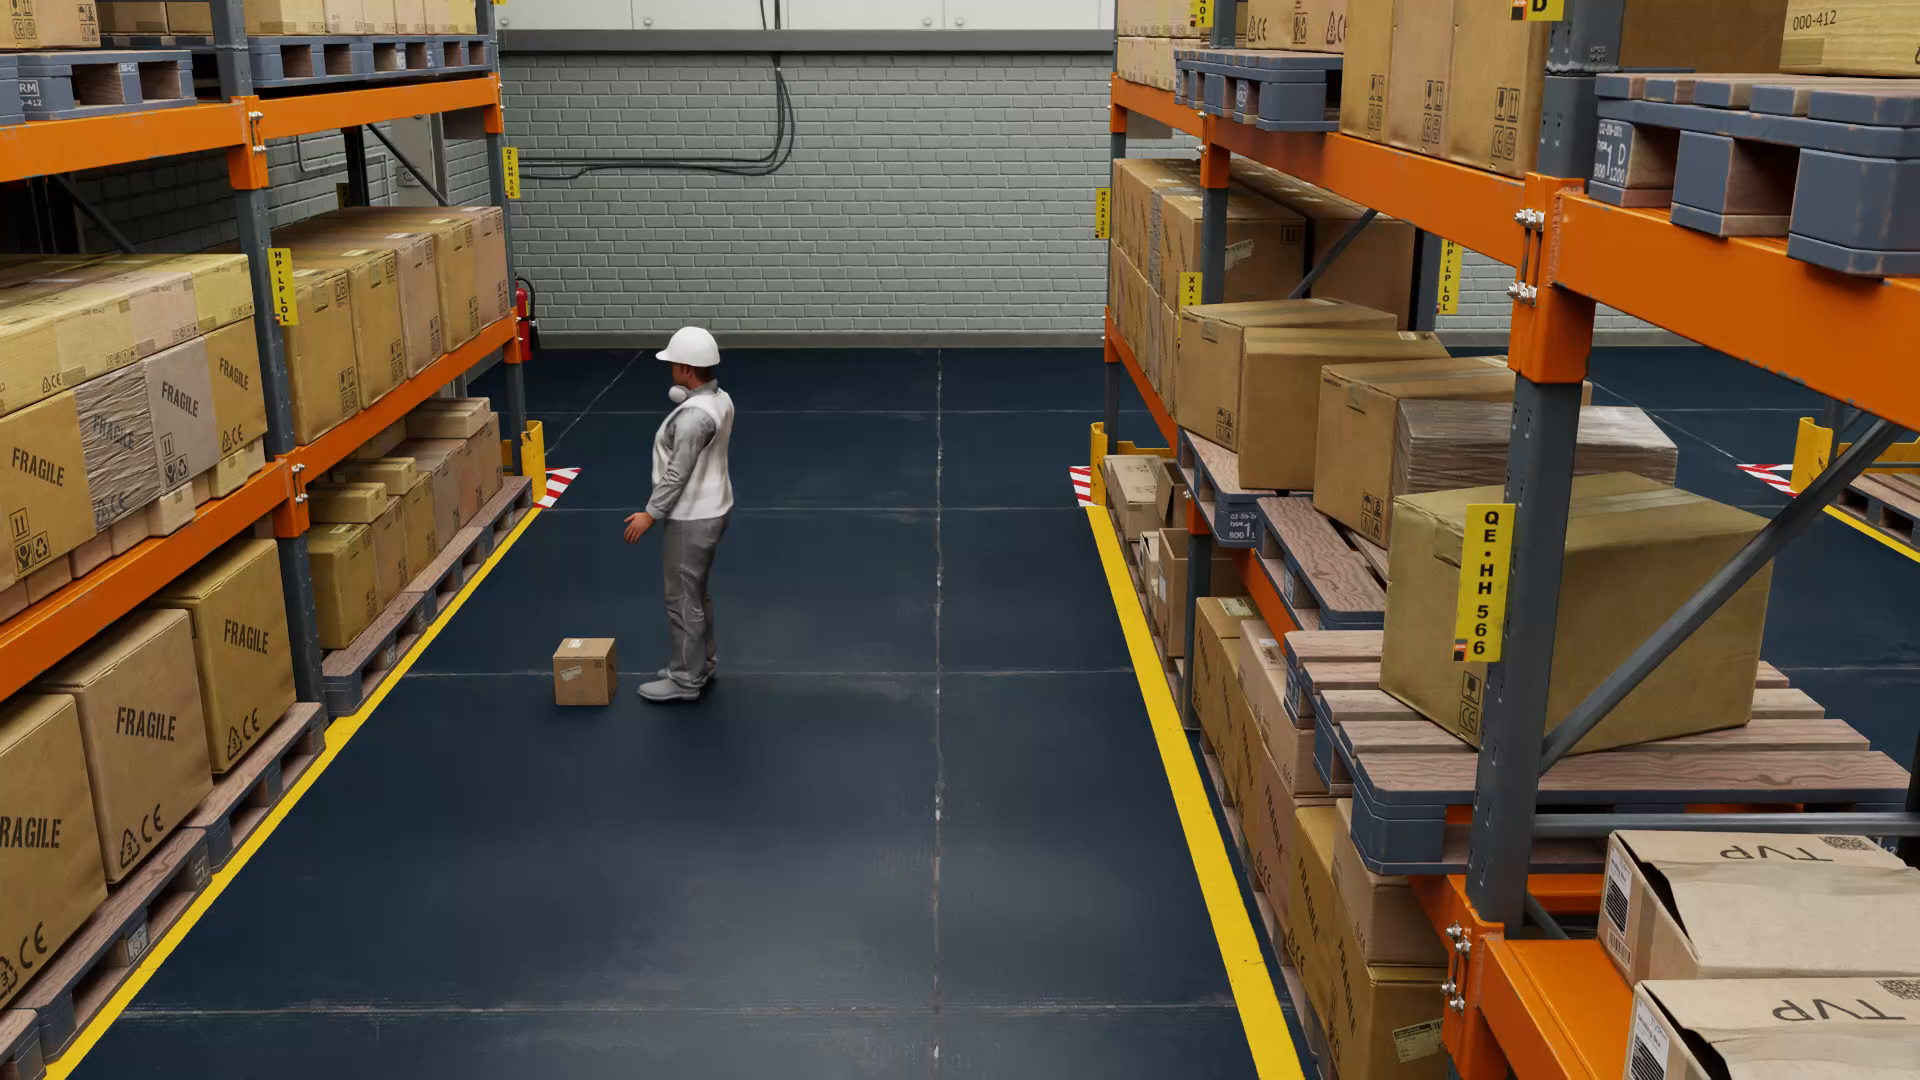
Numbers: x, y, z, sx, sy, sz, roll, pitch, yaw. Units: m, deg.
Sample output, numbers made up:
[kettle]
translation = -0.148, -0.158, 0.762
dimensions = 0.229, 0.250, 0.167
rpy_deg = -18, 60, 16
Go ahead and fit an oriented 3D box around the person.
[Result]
[person]
translation = -1.306, -0.111, 7.839
dimensions = 0.476, 1.799, 0.556
rpy_deg = 1, 17, 4
